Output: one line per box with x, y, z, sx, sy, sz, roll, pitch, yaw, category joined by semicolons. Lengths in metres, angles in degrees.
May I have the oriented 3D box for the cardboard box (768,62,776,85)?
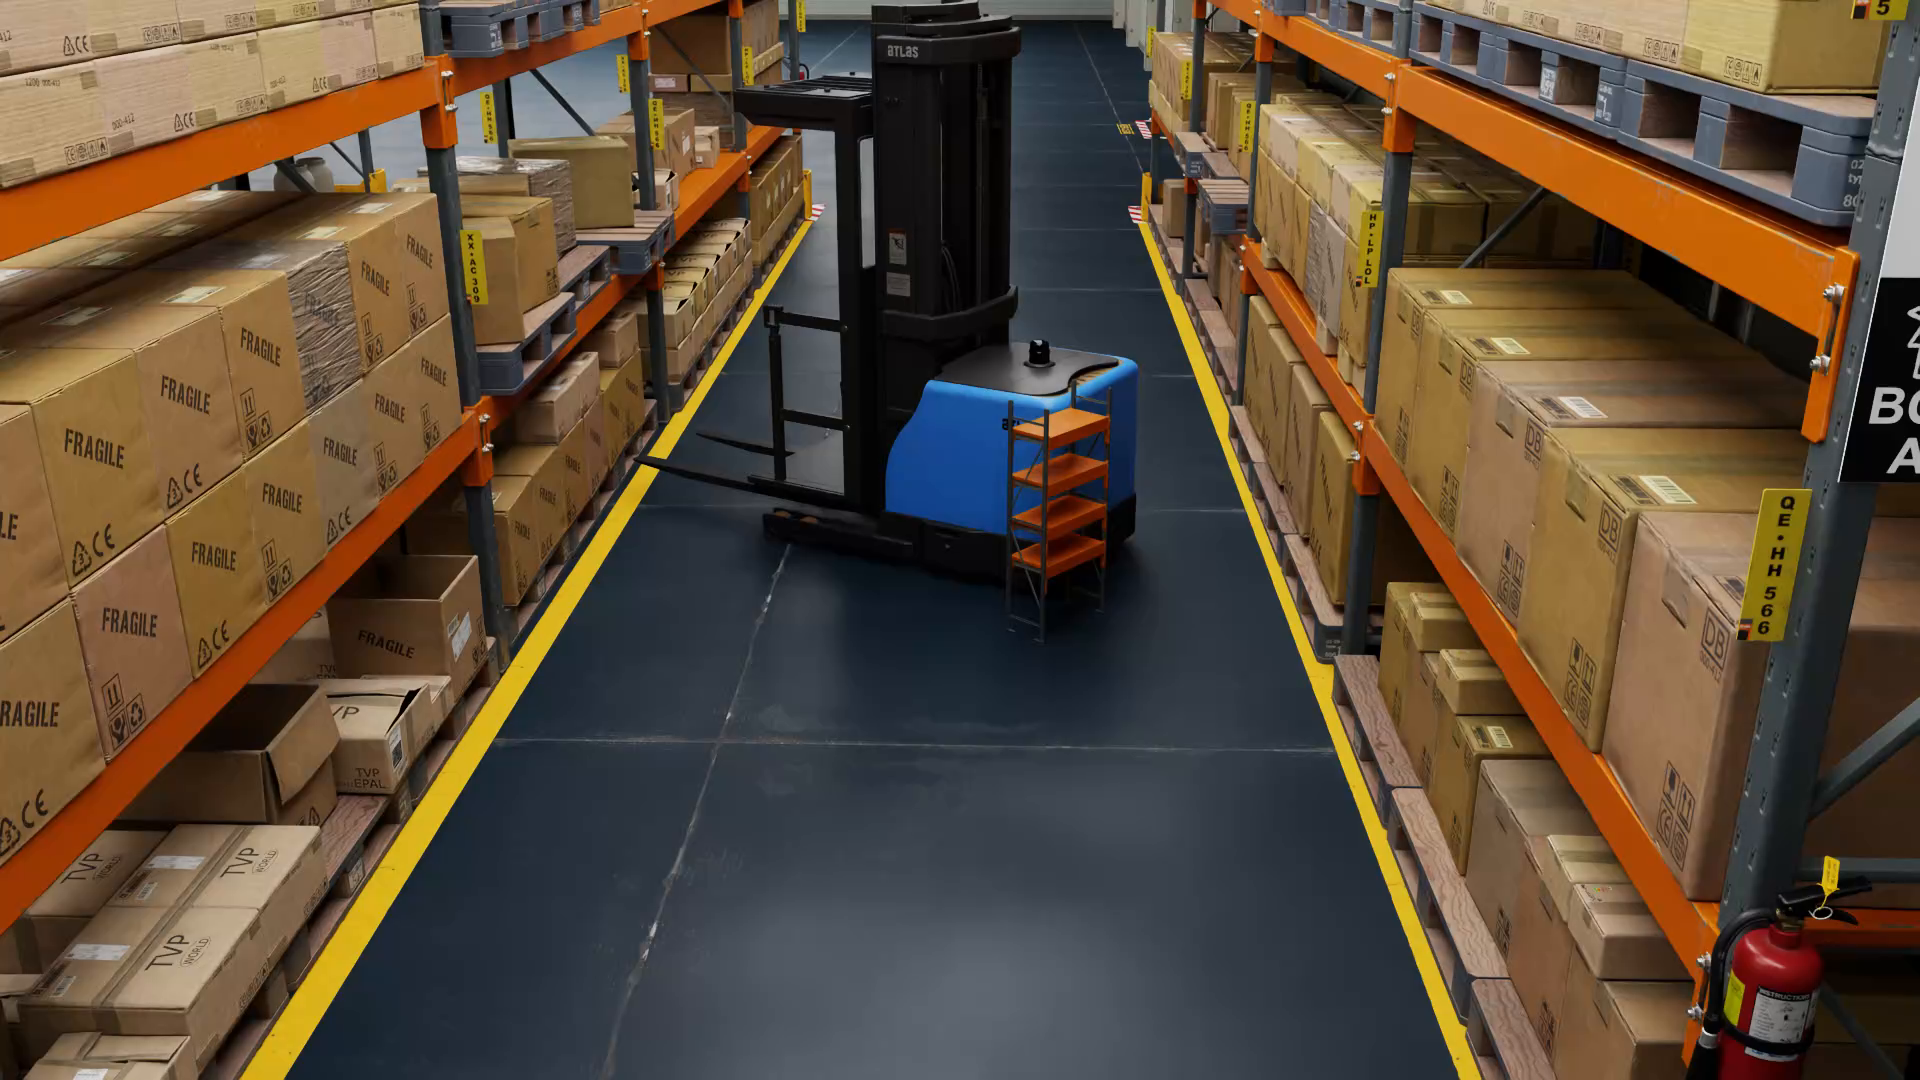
-2.334;-4.812;17.646;0.700;0.500;0.500;1;21;3;cardboard box

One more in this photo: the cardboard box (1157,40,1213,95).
2.293;-4.825;16.962;0.500;0.500;0.500;0;21;0;cardboard box

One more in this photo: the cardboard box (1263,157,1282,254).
2.116;-2.011;9.988;0.500;0.500;0.500;1;21;3;cardboard box

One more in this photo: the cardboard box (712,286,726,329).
-2.190;-1.887;13.466;0.500;0.250;0.500;1;21;3;cardboard box

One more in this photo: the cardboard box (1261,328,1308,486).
2.225;-0.791;9.812;0.750;0.750;0.750;1;21;1;cardboard box

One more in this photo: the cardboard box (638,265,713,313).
-2.205;-1.968;12.898;0.500;0.311;0.500;0;21;0;cardboard box

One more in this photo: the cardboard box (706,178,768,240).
-2.091;-3.106;15.570;0.500;0.500;0.500;1;21;2;cardboard box

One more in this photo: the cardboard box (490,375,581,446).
-2.372;-0.709;9.019;0.500;0.250;0.500;1;21;2;cardboard box

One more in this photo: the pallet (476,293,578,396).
-2.528;-0.984;8.183;1.003;0.211;1.213;1;21;2;pallet

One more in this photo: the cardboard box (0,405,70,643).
-2.506;-0.009;3.886;0.500;0.500;0.500;1;21;3;cardboard box

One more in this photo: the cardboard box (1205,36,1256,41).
2.828;-5.005;17.425;0.500;0.500;0.500;1;21;2;cardboard box

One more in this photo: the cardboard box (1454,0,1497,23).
1.976;-1.872;5.549;0.500;0.250;0.500;0;21;0;cardboard box

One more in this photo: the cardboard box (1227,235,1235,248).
2.518;-2.589;13.864;0.500;0.250;0.500;0;21;0;cardboard box

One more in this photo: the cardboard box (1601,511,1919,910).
2.174;0.390;3.963;0.980;0.700;0.700;2;21;4;cardboard box

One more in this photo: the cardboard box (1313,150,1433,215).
2.090;-1.817;8.452;0.500;0.250;0.500;1;21;3;cardboard box

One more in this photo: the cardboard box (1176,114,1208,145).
2.245;-3.739;15.198;0.500;0.250;0.500;1;21;2;cardboard box

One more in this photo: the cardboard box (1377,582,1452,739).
2.165;0.507;6.952;0.700;0.500;0.500;1;21;2;cardboard box

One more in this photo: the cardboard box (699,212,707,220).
-2.595;-3.292;16.051;0.500;0.500;0.500;1;21;2;cardboard box

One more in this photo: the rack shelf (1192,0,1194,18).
2.594;-5.411;16.176;1.077;0.370;4.000;1;21;2;rack shelf

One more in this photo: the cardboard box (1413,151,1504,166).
2.584;-1.810;8.435;0.500;0.250;0.500;0;21;0;cardboard box

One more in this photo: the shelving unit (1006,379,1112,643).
0.487;-0.146;8.245;0.258;1.200;0.503;18;27;38;shelving unit

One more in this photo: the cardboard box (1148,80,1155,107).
2.323;-4.838;18.029;0.500;0.250;0.500;0;21;0;cardboard box

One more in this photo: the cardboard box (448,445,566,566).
-2.398;-0.190;8.720;0.500;0.500;0.500;1;21;2;cardboard box

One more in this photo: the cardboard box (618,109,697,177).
-2.474;-3.257;13.637;0.500;0.500;0.500;2;21;6;cardboard box

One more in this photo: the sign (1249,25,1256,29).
3.209;-5.745;18.151;0.100;0.325;0.005;1;21;2;sign

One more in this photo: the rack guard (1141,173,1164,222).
2.653;-3.878;18.833;1.175;0.500;0.348;1;21;2;rack guard

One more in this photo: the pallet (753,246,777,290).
-2.352;-2.665;16.106;1.003;0.211;1.213;1;21;2;pallet

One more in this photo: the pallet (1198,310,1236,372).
2.477;-1.601;13.363;1.003;0.211;1.213;1;21;2;pallet

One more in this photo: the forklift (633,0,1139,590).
-0.537;-1.481;9.295;3.031;2.935;1.130;12;24;28;forklift

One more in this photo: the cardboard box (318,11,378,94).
-2.436;-1.755;5.965;0.500;0.250;0.500;1;21;2;cardboard box

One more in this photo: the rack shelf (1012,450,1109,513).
0.487;-0.291;8.189;0.258;0.148;0.480;18;27;38;rack shelf

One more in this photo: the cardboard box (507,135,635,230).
-2.446;-2.245;10.450;0.700;0.500;0.500;-7;22;-16;cardboard box

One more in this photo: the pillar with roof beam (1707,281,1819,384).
-1.169;-3.314;5.630;9.100;9.000;0.400;1;21;2;pillar with roof beam

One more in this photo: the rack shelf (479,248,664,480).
-2.600;-1.173;9.400;1.077;0.370;4.000;1;21;2;rack shelf

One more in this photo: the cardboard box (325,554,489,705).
-2.395;0.384;7.240;0.500;0.500;0.500;1;21;2;cardboard box

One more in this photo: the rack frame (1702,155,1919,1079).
2.169;0.714;3.542;1.000;3.000;0.127;1;21;2;rack frame

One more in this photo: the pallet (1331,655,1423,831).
2.189;0.842;7.068;1.003;0.211;1.213;1;21;2;pallet

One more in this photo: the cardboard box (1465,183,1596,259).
2.565;-1.440;7.480;0.500;0.250;0.500;1;21;3;cardboard box

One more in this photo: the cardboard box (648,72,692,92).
-2.624;-4.128;14.985;0.380;0.149;0.250;1;21;2;cardboard box

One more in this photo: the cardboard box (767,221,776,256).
-2.080;-2.937;16.172;0.500;0.250;0.500;1;21;2;cardboard box

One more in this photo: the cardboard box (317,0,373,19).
-2.423;-1.987;5.874;0.500;0.250;0.500;1;21;2;cardboard box

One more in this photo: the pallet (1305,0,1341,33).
2.414;-2.851;8.845;1.003;0.211;1.213;2;21;4;pallet

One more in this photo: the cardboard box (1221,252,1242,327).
2.506;-2.027;13.453;0.700;0.500;0.500;1;21;2;cardboard box

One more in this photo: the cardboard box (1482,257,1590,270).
2.556;-1.090;7.615;0.500;0.500;0.500;0;21;0;cardboard box

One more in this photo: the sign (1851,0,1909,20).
1.627;-1.071;2.882;0.100;0.325;0.005;1;21;2;sign

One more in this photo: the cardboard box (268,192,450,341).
-2.418;-1.112;6.729;0.500;0.500;0.500;1;21;2;cardboard box

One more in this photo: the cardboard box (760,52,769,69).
-2.155;-4.865;16.885;0.380;0.149;0.250;1;21;3;cardboard box

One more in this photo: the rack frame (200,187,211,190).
-7.369;-3.734;15.005;1.000;3.000;0.127;1;21;2;rack frame

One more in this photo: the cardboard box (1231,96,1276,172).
2.432;-3.051;12.499;0.700;0.500;0.500;1;21;2;cardboard box

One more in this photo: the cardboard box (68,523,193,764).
-2.495;0.270;4.548;0.500;0.500;0.500;0;21;1;cardboard box

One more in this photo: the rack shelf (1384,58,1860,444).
2.229;-1.072;4.993;1.077;0.370;4.000;1;21;2;rack shelf

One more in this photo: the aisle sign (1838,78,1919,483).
1.867;-0.475;3.013;0.394;0.787;0.004;1;21;2;aisle sign

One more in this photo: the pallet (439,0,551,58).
-2.571;-2.331;7.504;1.213;0.211;1.003;1;21;2;pallet

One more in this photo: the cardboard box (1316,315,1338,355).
2.004;-1.031;8.358;0.380;0.149;0.250;1;21;2;cardboard box

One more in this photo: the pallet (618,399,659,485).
-2.600;-0.662;10.944;1.003;0.211;1.213;1;21;2;pallet

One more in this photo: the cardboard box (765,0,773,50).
-2.335;-5.398;17.362;0.700;0.500;0.500;0;21;0;cardboard box

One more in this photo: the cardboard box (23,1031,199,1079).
-2.419;1.539;4.725;0.380;0.166;0.250;1;21;2;cardboard box
